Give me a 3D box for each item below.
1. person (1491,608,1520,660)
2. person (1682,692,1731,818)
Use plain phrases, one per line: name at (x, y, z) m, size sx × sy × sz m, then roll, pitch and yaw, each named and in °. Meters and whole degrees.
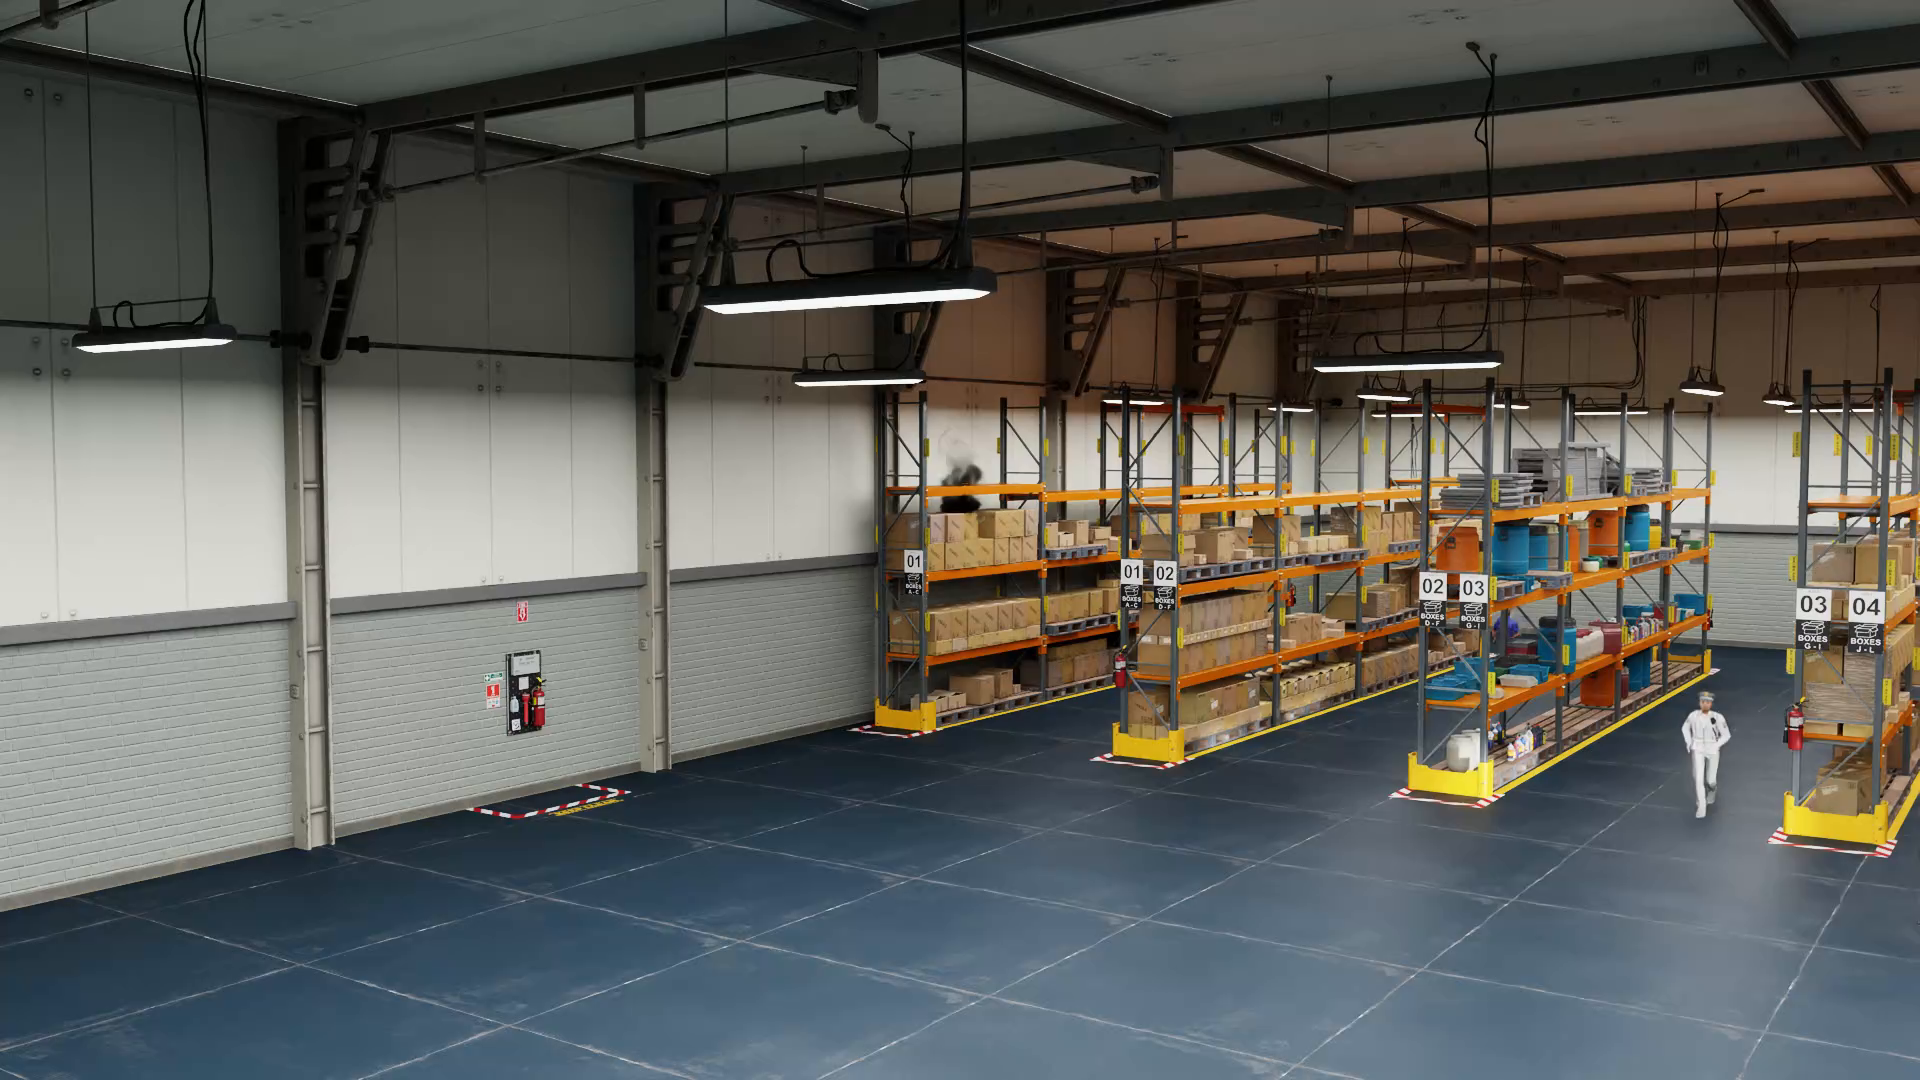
person at (11.577, 2.238, 35.328) m, size 0.585 × 1.604 × 0.738 m, roll 1°, pitch 3°, yaw 24°
person at (10.197, 2.904, 22.753) m, size 0.626 × 1.693 × 0.781 m, roll 2°, pitch 4°, yaw 30°
